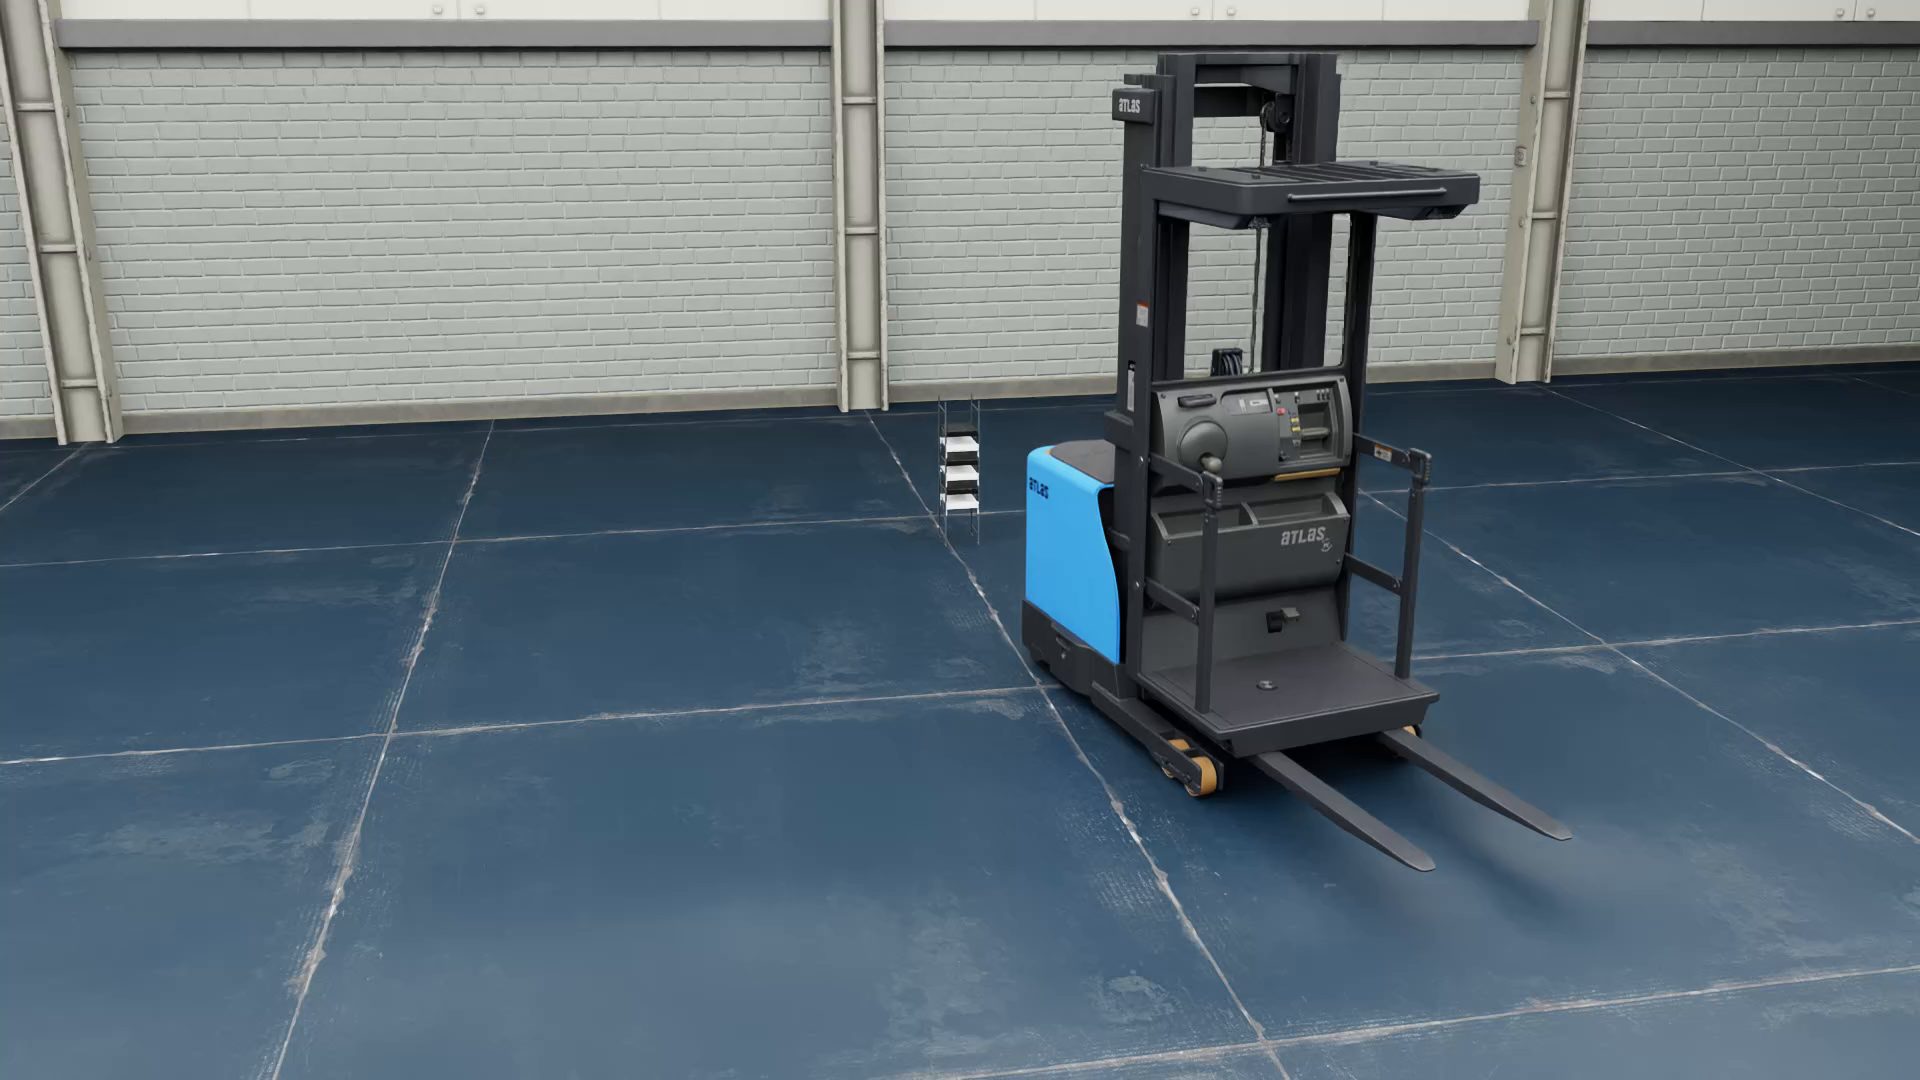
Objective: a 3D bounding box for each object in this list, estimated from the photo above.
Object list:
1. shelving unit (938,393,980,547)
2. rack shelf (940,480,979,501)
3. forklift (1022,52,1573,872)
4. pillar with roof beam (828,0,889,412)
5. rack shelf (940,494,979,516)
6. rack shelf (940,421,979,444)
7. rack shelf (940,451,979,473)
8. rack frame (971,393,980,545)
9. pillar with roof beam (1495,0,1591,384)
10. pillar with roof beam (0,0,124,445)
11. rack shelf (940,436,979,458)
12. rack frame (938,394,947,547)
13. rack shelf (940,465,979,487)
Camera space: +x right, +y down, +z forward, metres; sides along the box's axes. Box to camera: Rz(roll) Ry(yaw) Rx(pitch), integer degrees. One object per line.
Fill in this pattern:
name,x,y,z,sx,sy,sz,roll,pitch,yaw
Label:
shelving unit,-0.008,-0.430,10.178,0.210,0.900,0.258,-3,17,-10
rack shelf,-0.008,-0.312,10.214,0.200,0.077,0.258,-3,17,-10
forklift,1.343,-0.482,6.890,1.130,2.935,3.031,-7,18,-21
pillar with roof beam,0.002,-4.175,8.578,0.400,9.000,9.100,-3,17,-10
rack shelf,-0.008,-0.226,10.241,0.200,0.077,0.258,-3,17,-10
rack shelf,-0.008,-0.656,10.109,0.200,0.077,0.258,-3,17,-10
rack shelf,-0.008,-0.484,10.162,0.200,0.077,0.258,-3,17,-10
rack frame,0.092,-0.435,10.197,0.006,0.900,0.240,-3,17,-10
pillar with roof beam,5.893,-4.509,9.666,0.400,9.000,9.100,-3,17,-10
pillar with roof beam,-5.889,-3.841,7.490,0.400,9.000,9.100,-3,17,-10
rack shelf,-0.008,-0.570,10.135,0.200,0.077,0.258,-3,17,-10
rack frame,-0.108,-0.424,10.160,0.006,0.900,0.240,-3,17,-10
rack shelf,-0.008,-0.398,10.188,0.200,0.077,0.258,-3,17,-10
